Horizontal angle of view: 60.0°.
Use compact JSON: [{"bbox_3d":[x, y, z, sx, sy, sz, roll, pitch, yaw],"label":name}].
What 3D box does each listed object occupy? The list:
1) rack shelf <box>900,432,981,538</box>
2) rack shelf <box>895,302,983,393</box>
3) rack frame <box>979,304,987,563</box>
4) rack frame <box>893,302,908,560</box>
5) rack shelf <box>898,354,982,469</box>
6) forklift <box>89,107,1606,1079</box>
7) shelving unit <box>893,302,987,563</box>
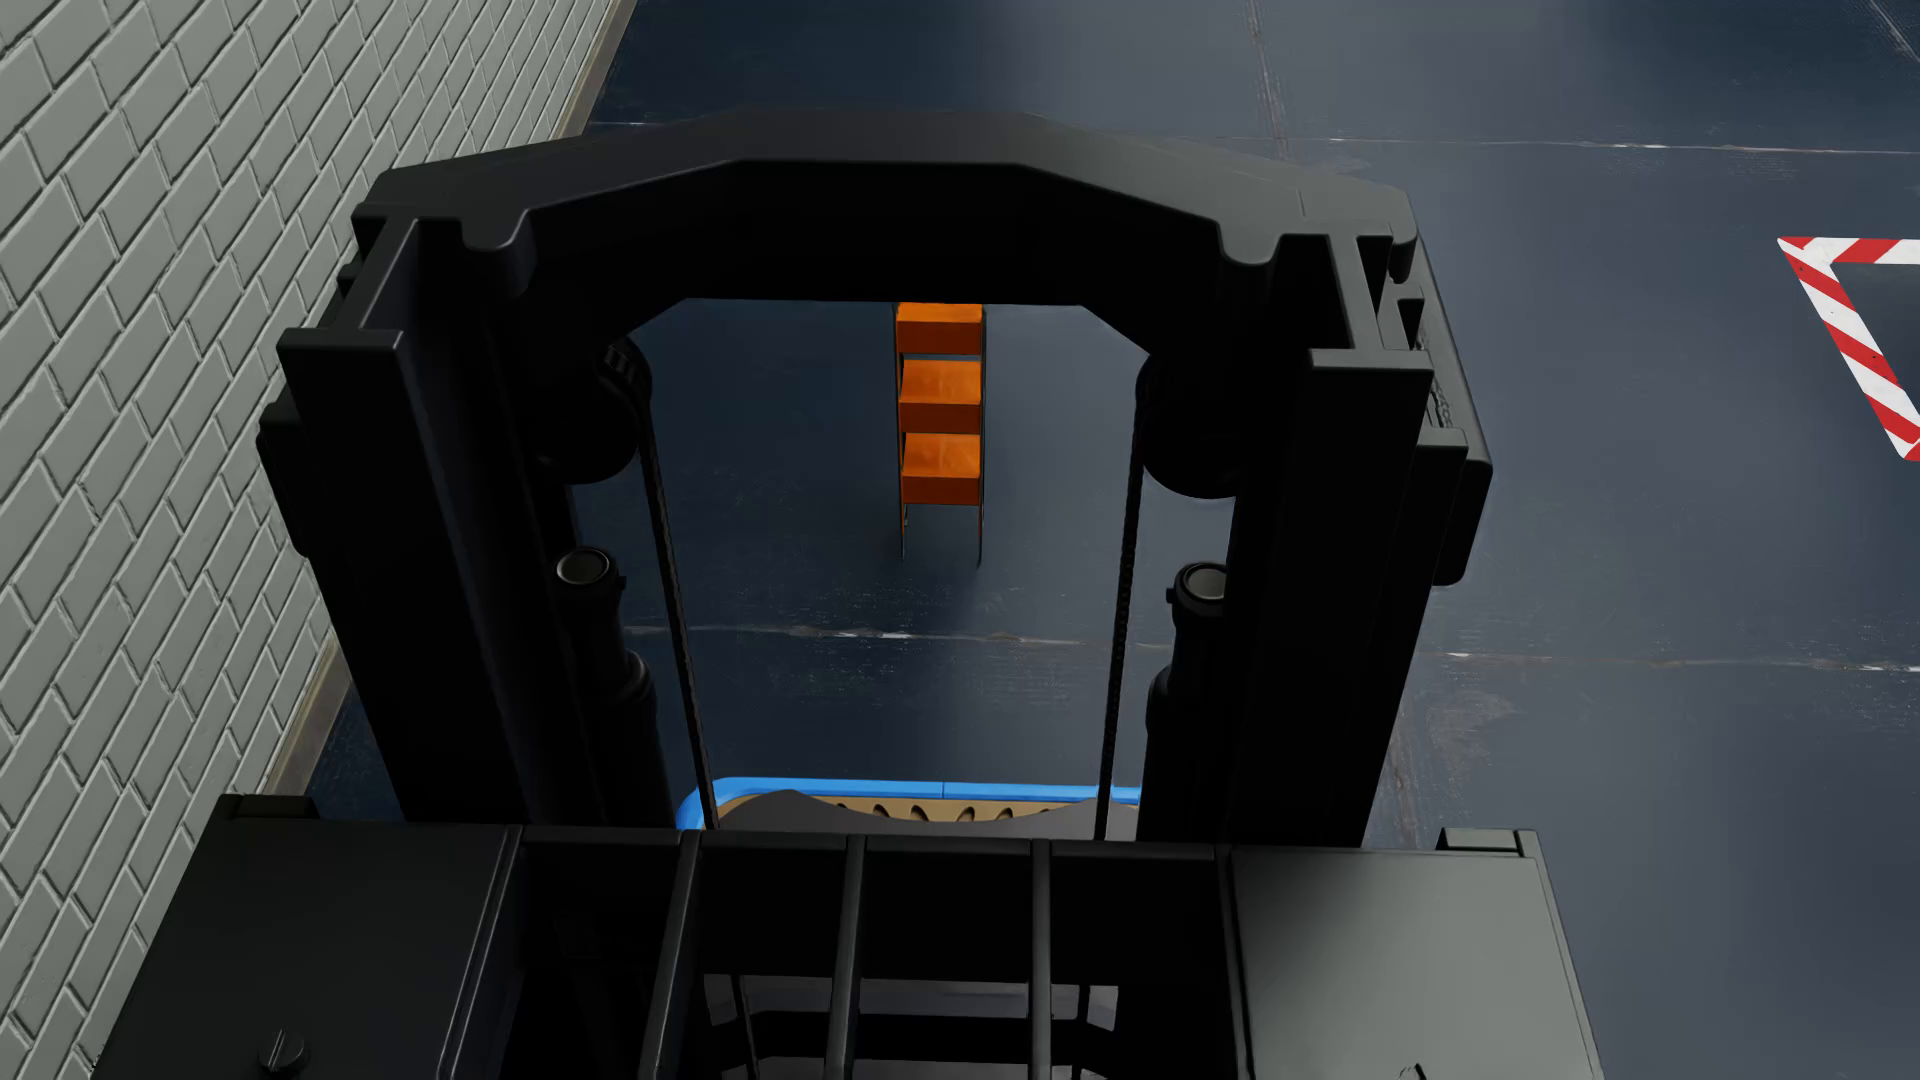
[{"bbox_3d":[-0.053,-0.175,5.091,0.240,0.259,0.215,2,43,2],"label":"rack shelf"},{"bbox_3d":[-0.053,-0.586,4.708,0.240,0.259,0.215,2,43,2],"label":"rack shelf"},{"bbox_3d":[0.068,-0.382,4.890,0.008,1.050,0.200,2,43,2],"label":"rack frame"},{"bbox_3d":[-0.175,-0.390,4.898,0.008,1.050,0.200,2,43,2],"label":"rack frame"},{"bbox_3d":[-0.053,-0.378,4.901,0.240,0.259,0.215,2,43,2],"label":"rack shelf"},{"bbox_3d":[-0.082,1.181,1.831,1.130,2.935,3.031,1,43,1],"label":"forklift"},{"bbox_3d":[-0.053,-0.386,4.894,0.252,1.050,0.215,2,43,2],"label":"shelving unit"}]
